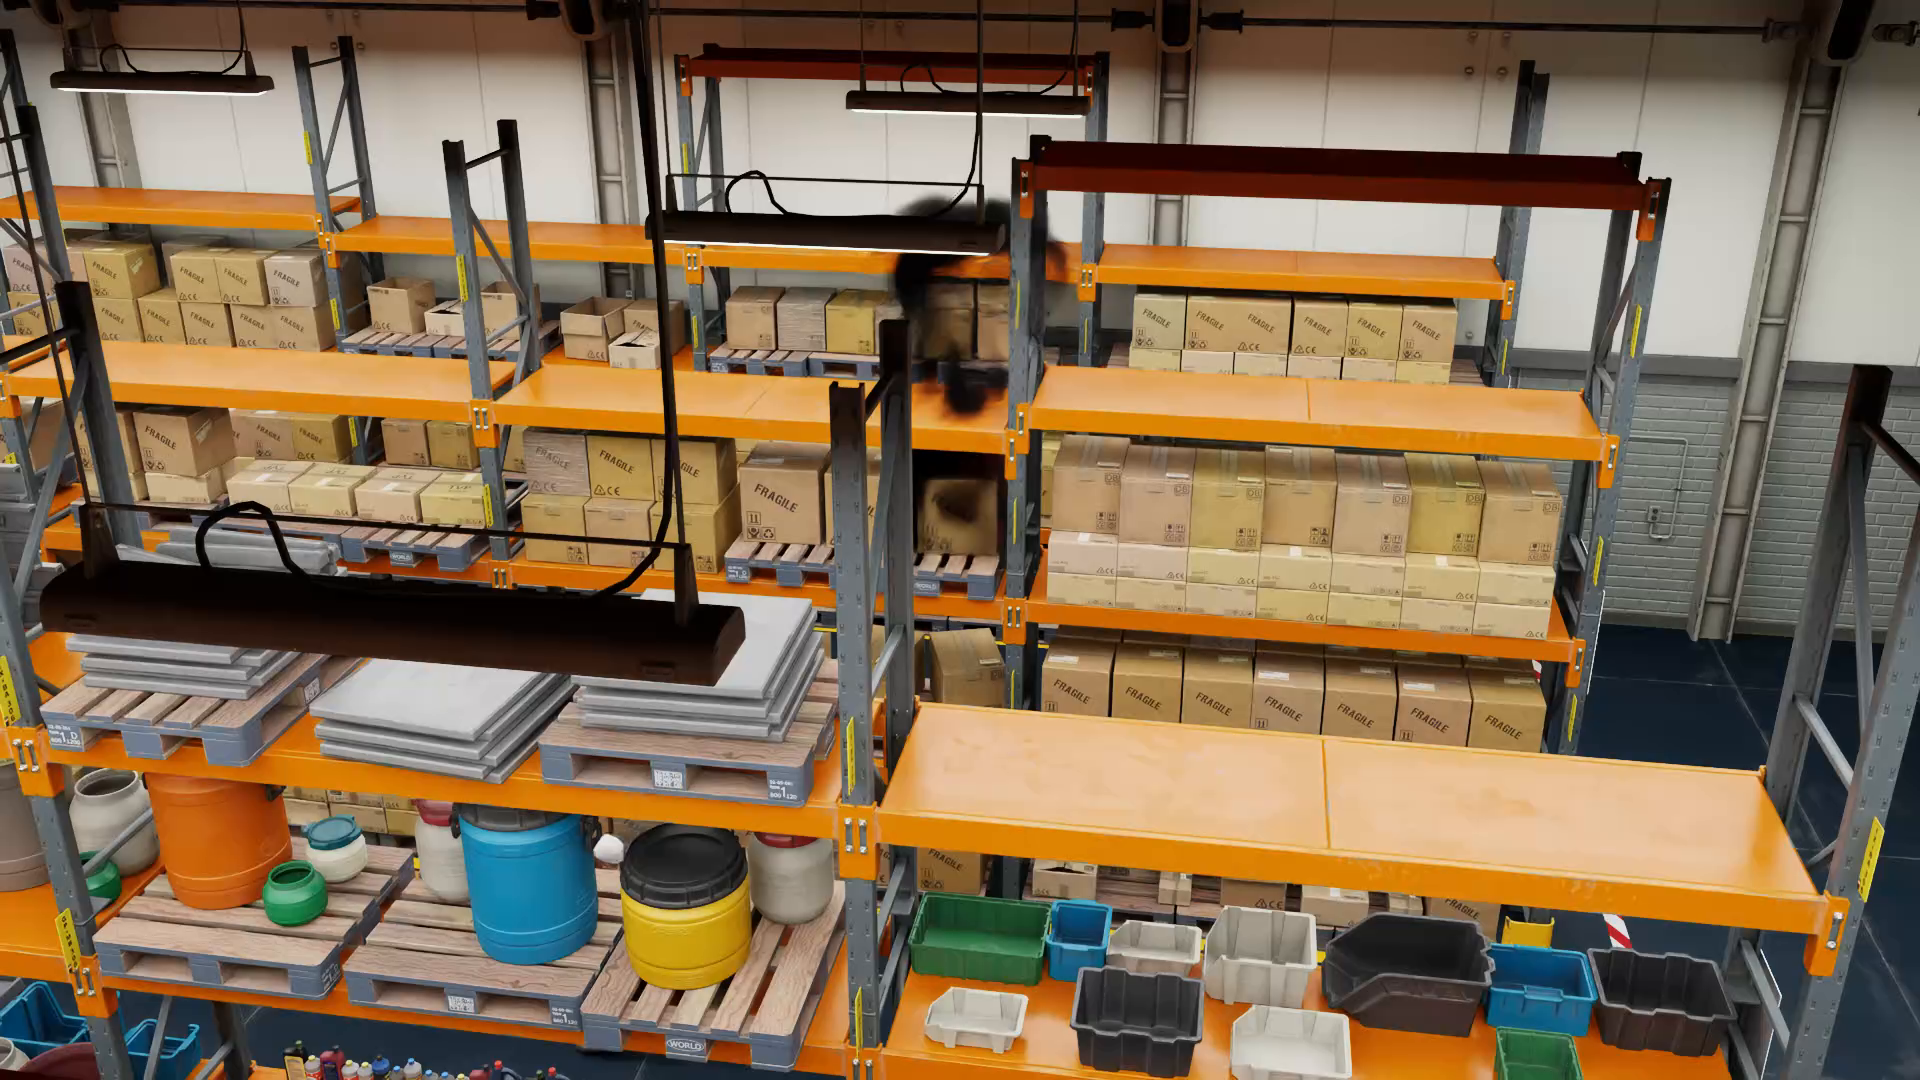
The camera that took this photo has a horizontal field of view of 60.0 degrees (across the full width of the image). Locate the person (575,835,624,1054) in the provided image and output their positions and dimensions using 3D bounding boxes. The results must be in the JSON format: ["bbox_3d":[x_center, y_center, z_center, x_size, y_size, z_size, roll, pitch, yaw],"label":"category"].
[{"bbox_3d":[-2.270,2.805,11.486,0.934,1.770,0.613,1,23,2],"label":"person"}]
